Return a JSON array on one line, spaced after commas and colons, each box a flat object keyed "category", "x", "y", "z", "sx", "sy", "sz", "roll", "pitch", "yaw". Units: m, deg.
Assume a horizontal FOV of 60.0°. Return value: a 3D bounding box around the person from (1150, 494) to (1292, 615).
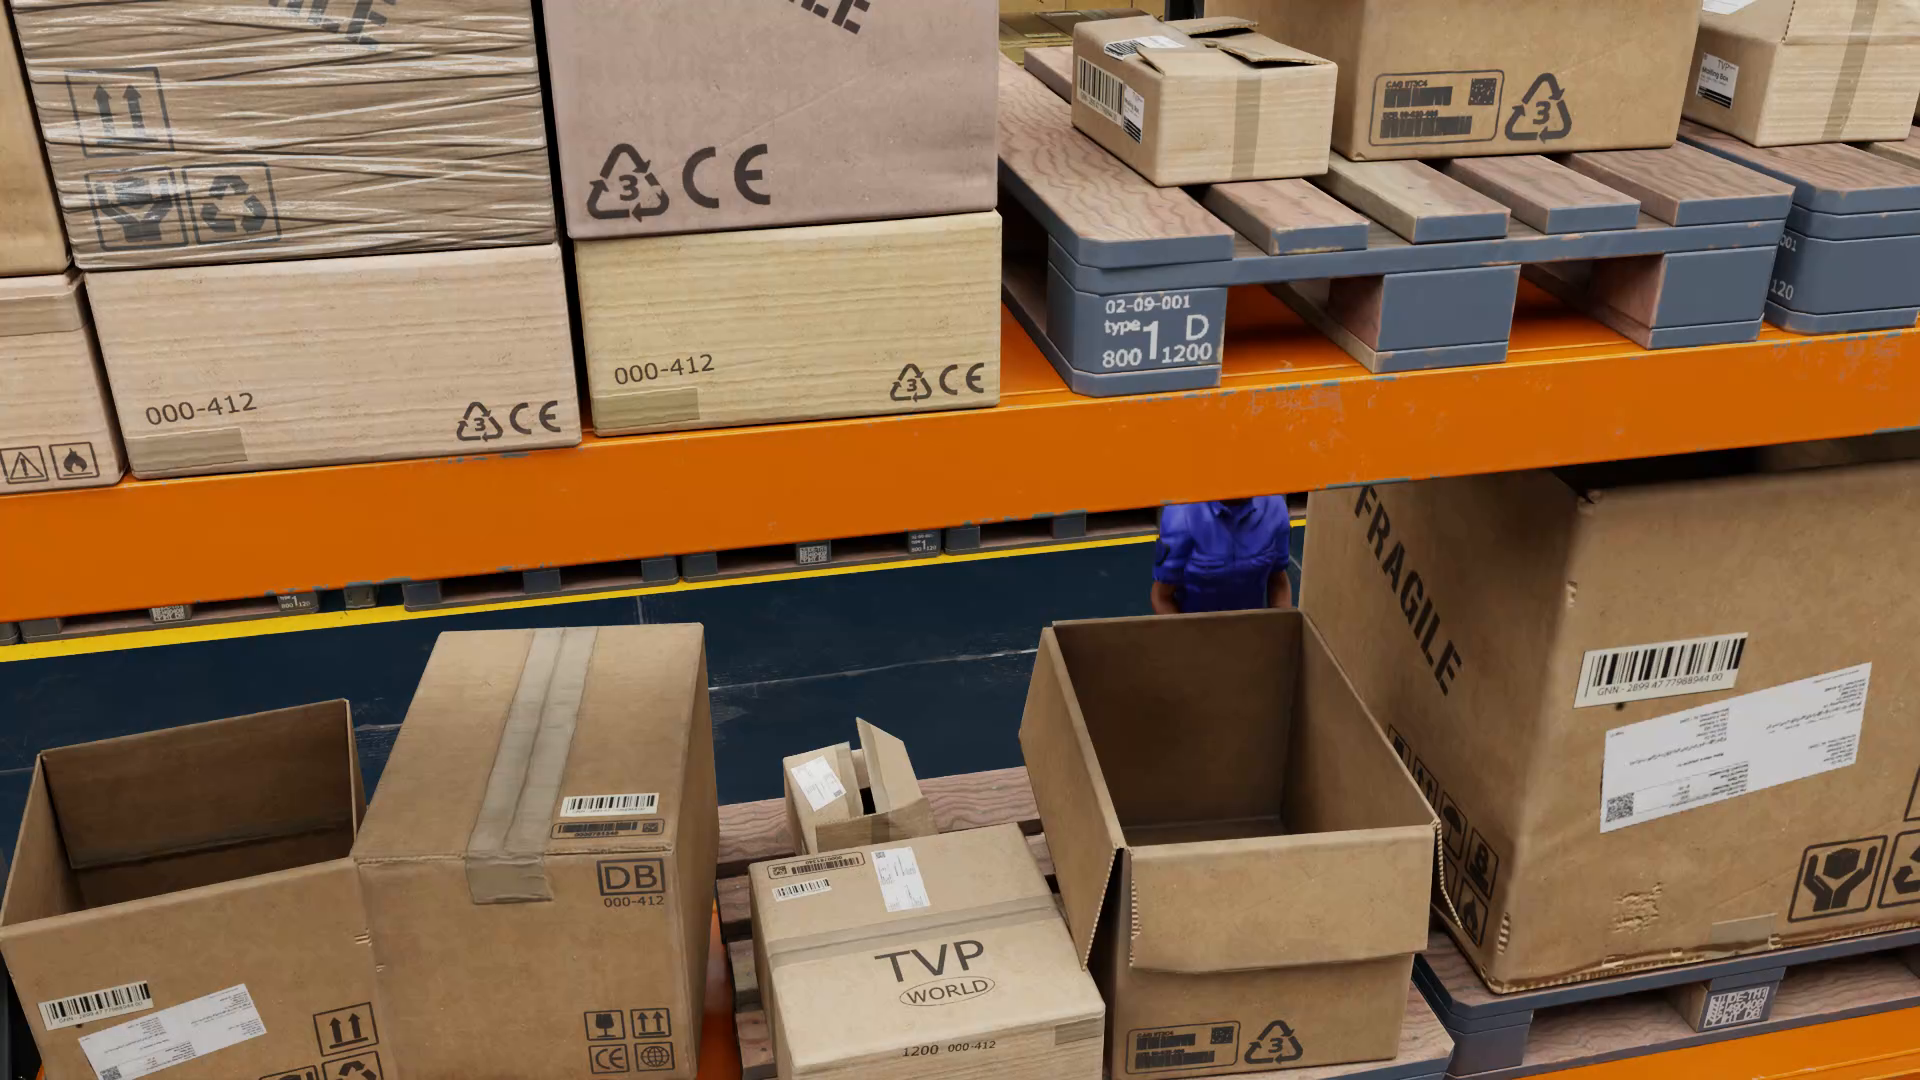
[{"category": "person", "x": 0.838, "y": 0.397, "z": 5.332, "sx": 0.479, "sy": 1.663, "sz": 0.405, "roll": -6, "pitch": 28, "yaw": -12}]
